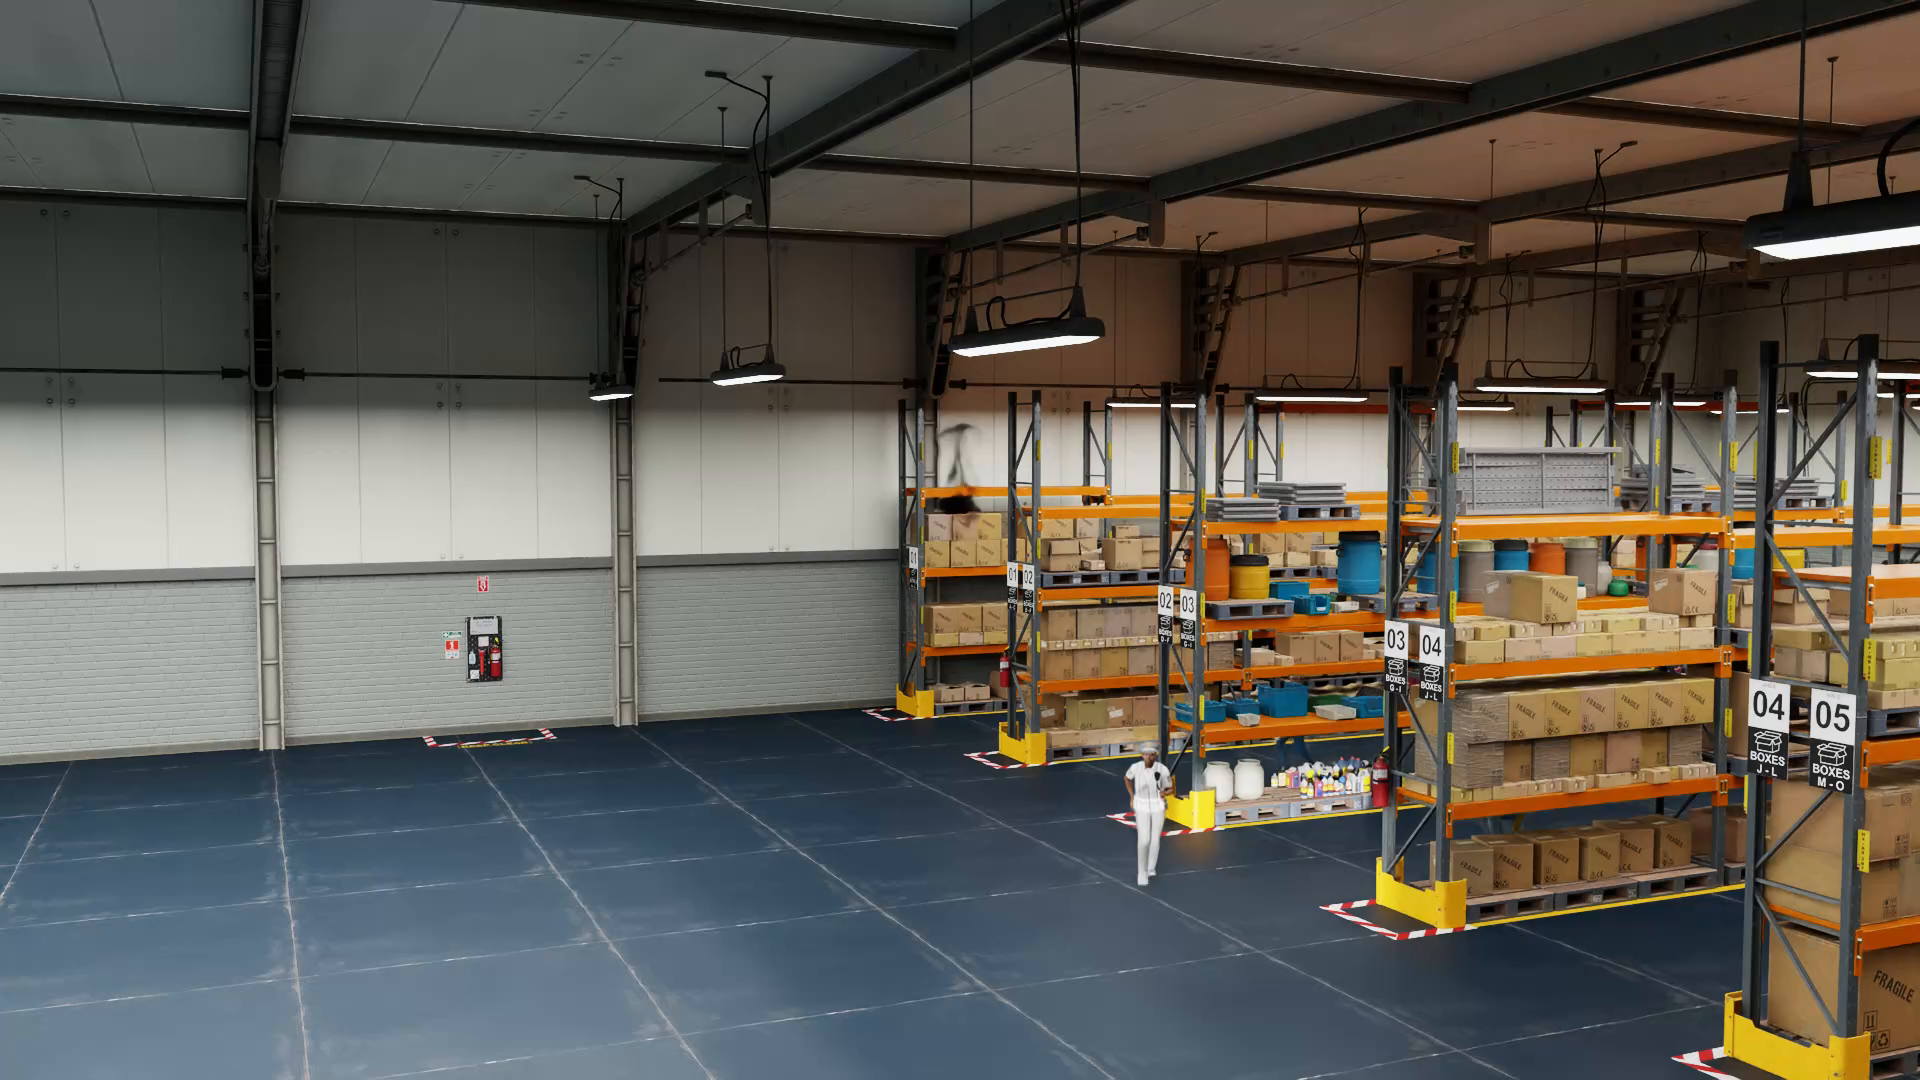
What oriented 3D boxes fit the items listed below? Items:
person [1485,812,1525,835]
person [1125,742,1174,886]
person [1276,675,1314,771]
[{"bbox_3d":[6.824,3.108,21.028,0.823,1.691,0.696,-1,4,-22],"label":"person"},{"bbox_3d":[2.214,3.201,19.465,0.577,1.726,0.772,0,3,6],"label":"person"},{"bbox_3d":[5.087,2.876,25.348,0.728,1.647,0.508,-2,4,-28],"label":"person"}]
